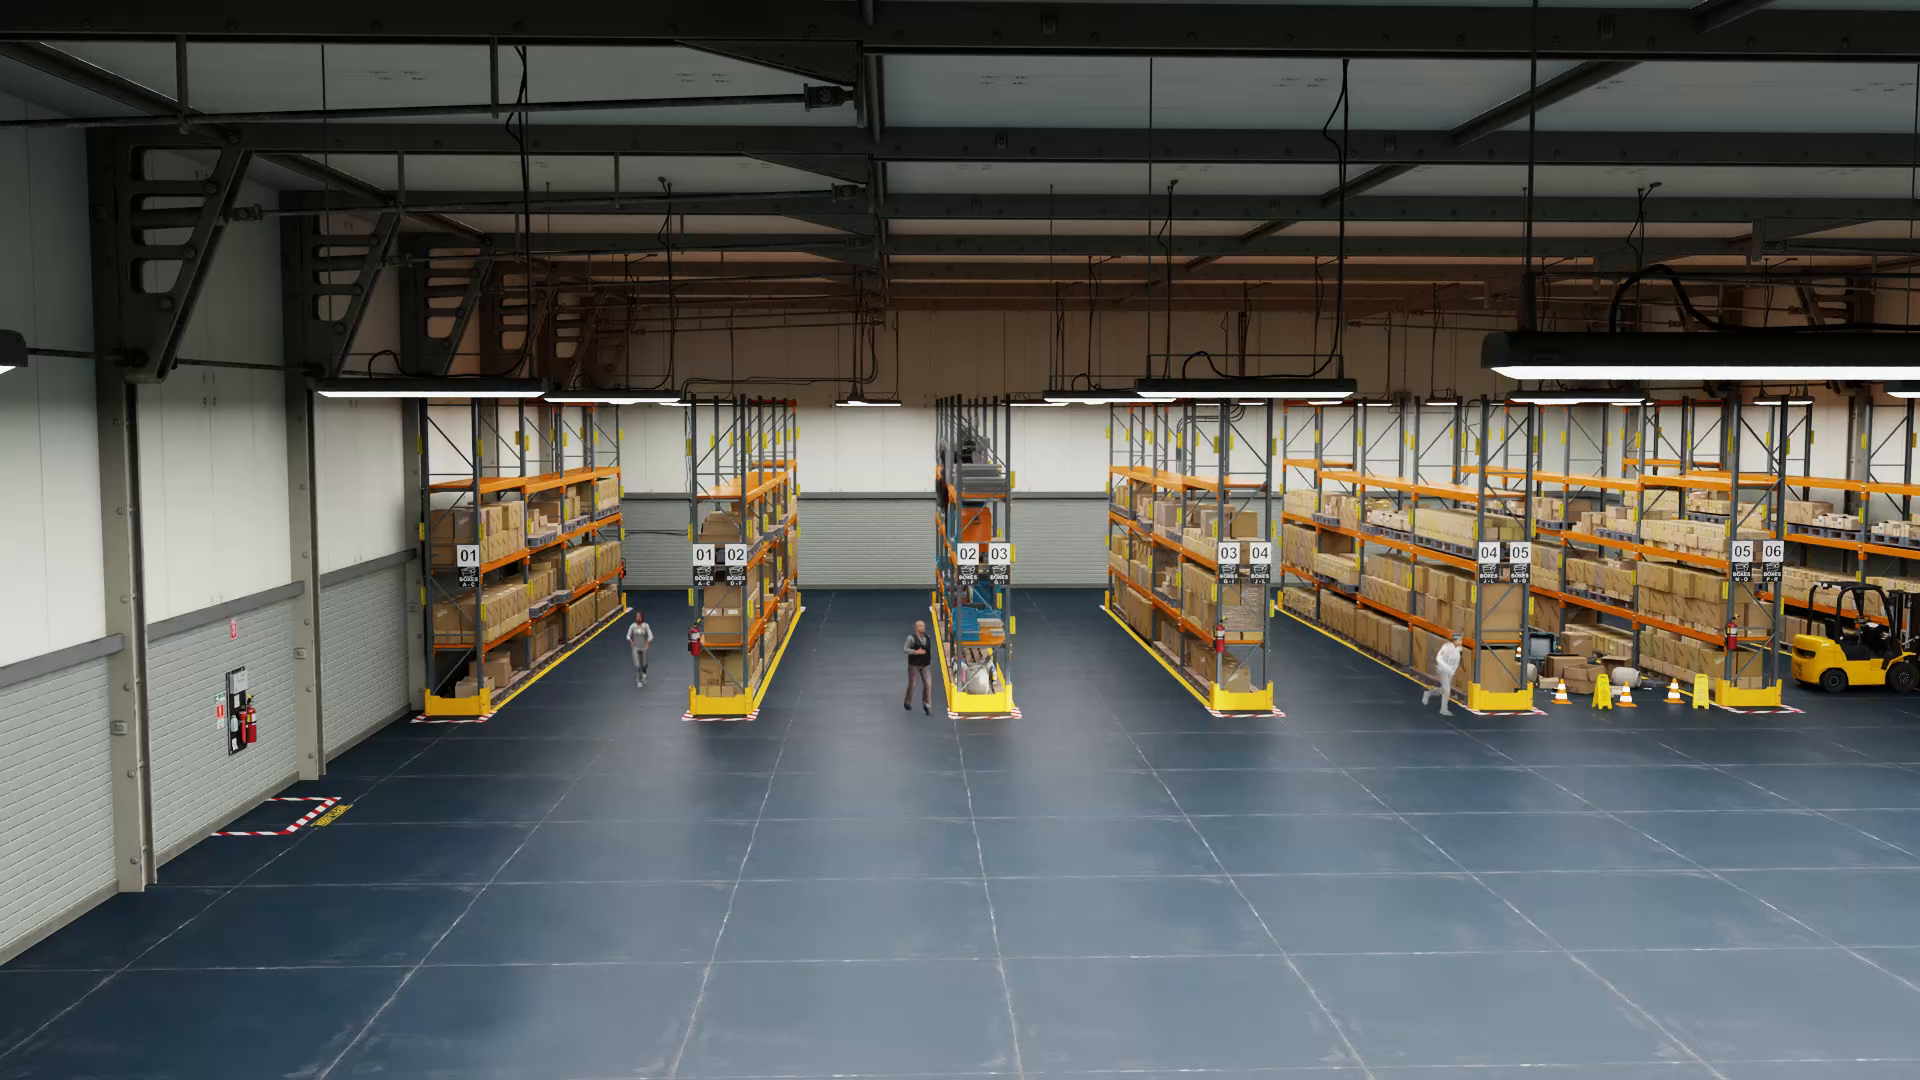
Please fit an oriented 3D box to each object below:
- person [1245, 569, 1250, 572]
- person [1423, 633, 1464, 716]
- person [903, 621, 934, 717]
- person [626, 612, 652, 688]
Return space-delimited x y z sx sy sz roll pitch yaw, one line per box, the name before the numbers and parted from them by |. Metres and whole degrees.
person | 8.020 1.216 46.527 0.694 1.720 0.605 0 5 3
person | 9.125 2.491 31.338 0.608 1.580 0.857 -3 5 -30
person | -0.770 2.402 31.221 0.657 1.781 0.746 -2 5 -26
person | -6.593 2.256 34.208 0.532 1.550 0.559 -1 5 -11
